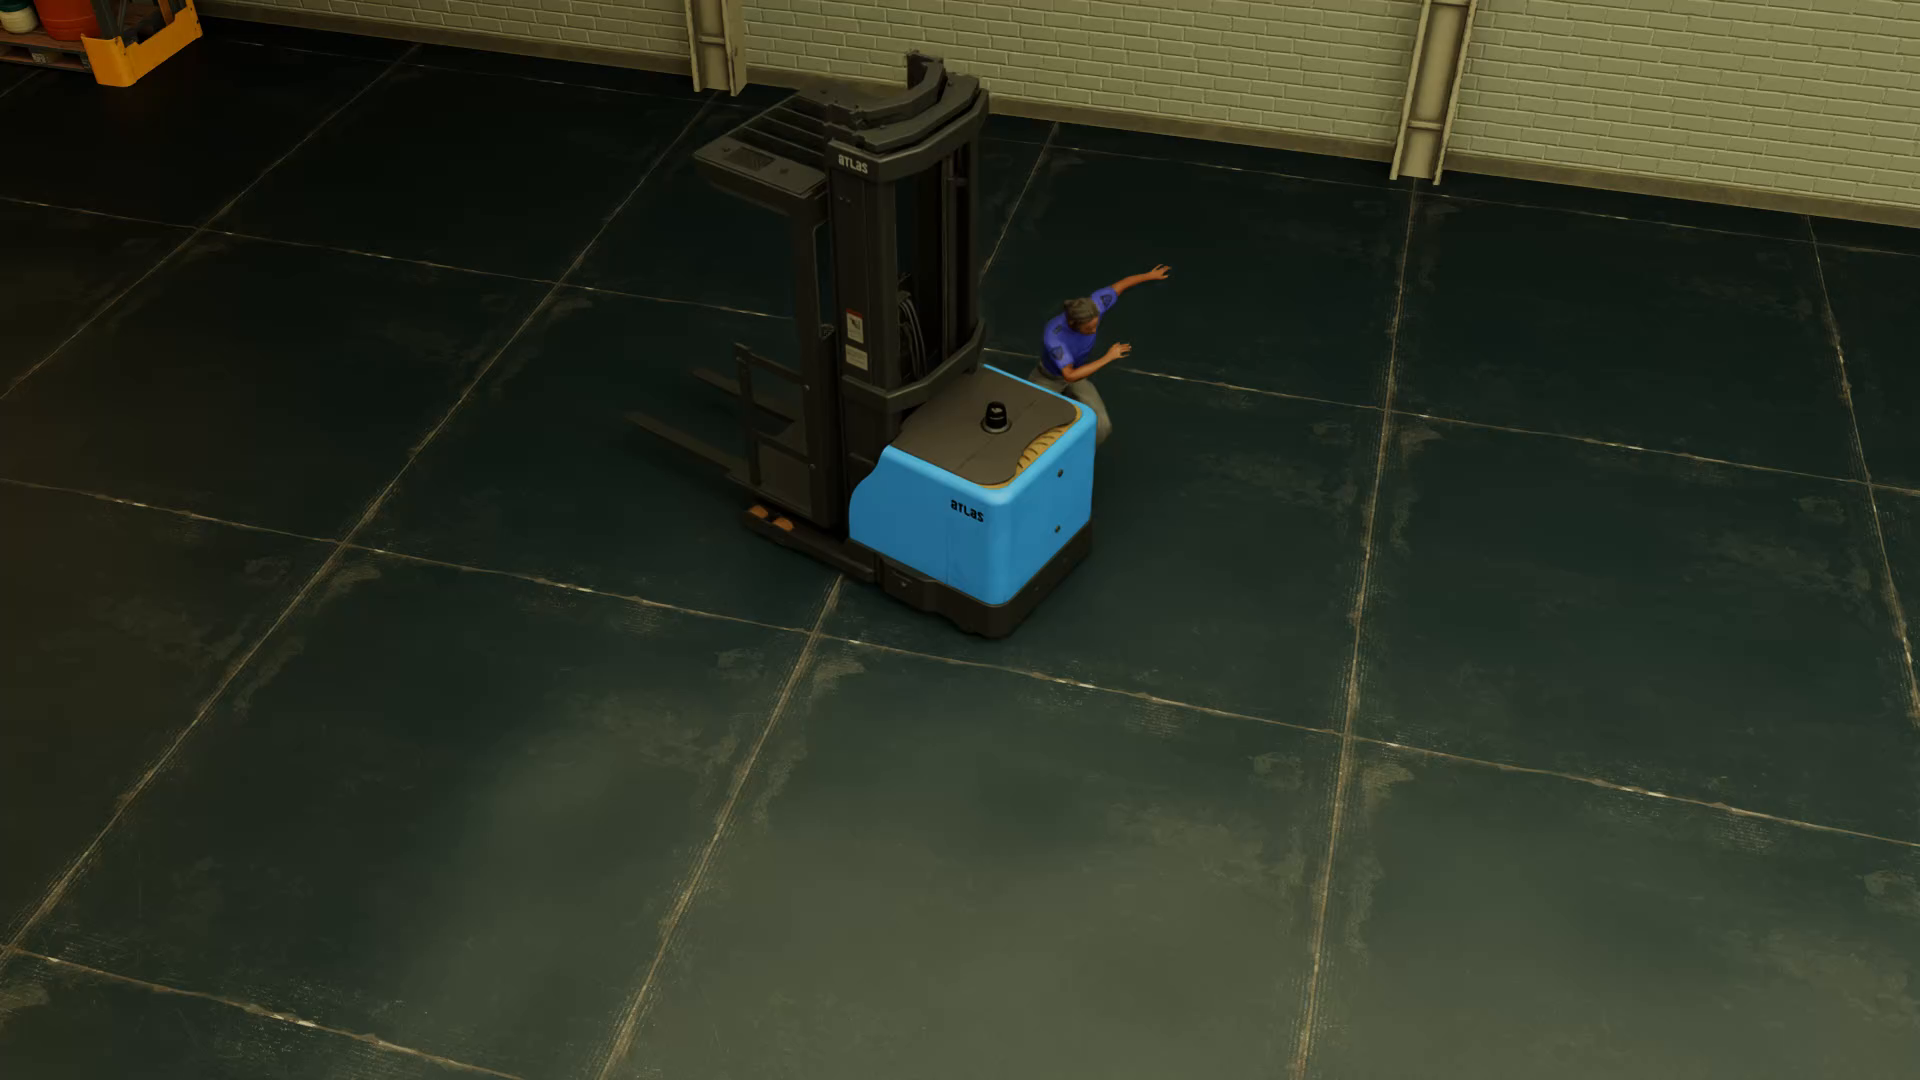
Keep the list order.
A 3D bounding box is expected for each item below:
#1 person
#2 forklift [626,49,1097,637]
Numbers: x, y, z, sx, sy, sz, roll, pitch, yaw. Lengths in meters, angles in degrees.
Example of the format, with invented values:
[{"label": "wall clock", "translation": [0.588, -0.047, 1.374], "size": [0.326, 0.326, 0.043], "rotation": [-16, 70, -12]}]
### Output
[{"label": "person", "translation": [0.804, -0.944, 10.131], "size": [1.410, 1.353, 0.678], "rotation": [-24, 47, -25]}, {"label": "forklift", "translation": [-0.713, -1.330, 9.379], "size": [3.031, 2.935, 1.130], "rotation": [25, 47, 26]}]
